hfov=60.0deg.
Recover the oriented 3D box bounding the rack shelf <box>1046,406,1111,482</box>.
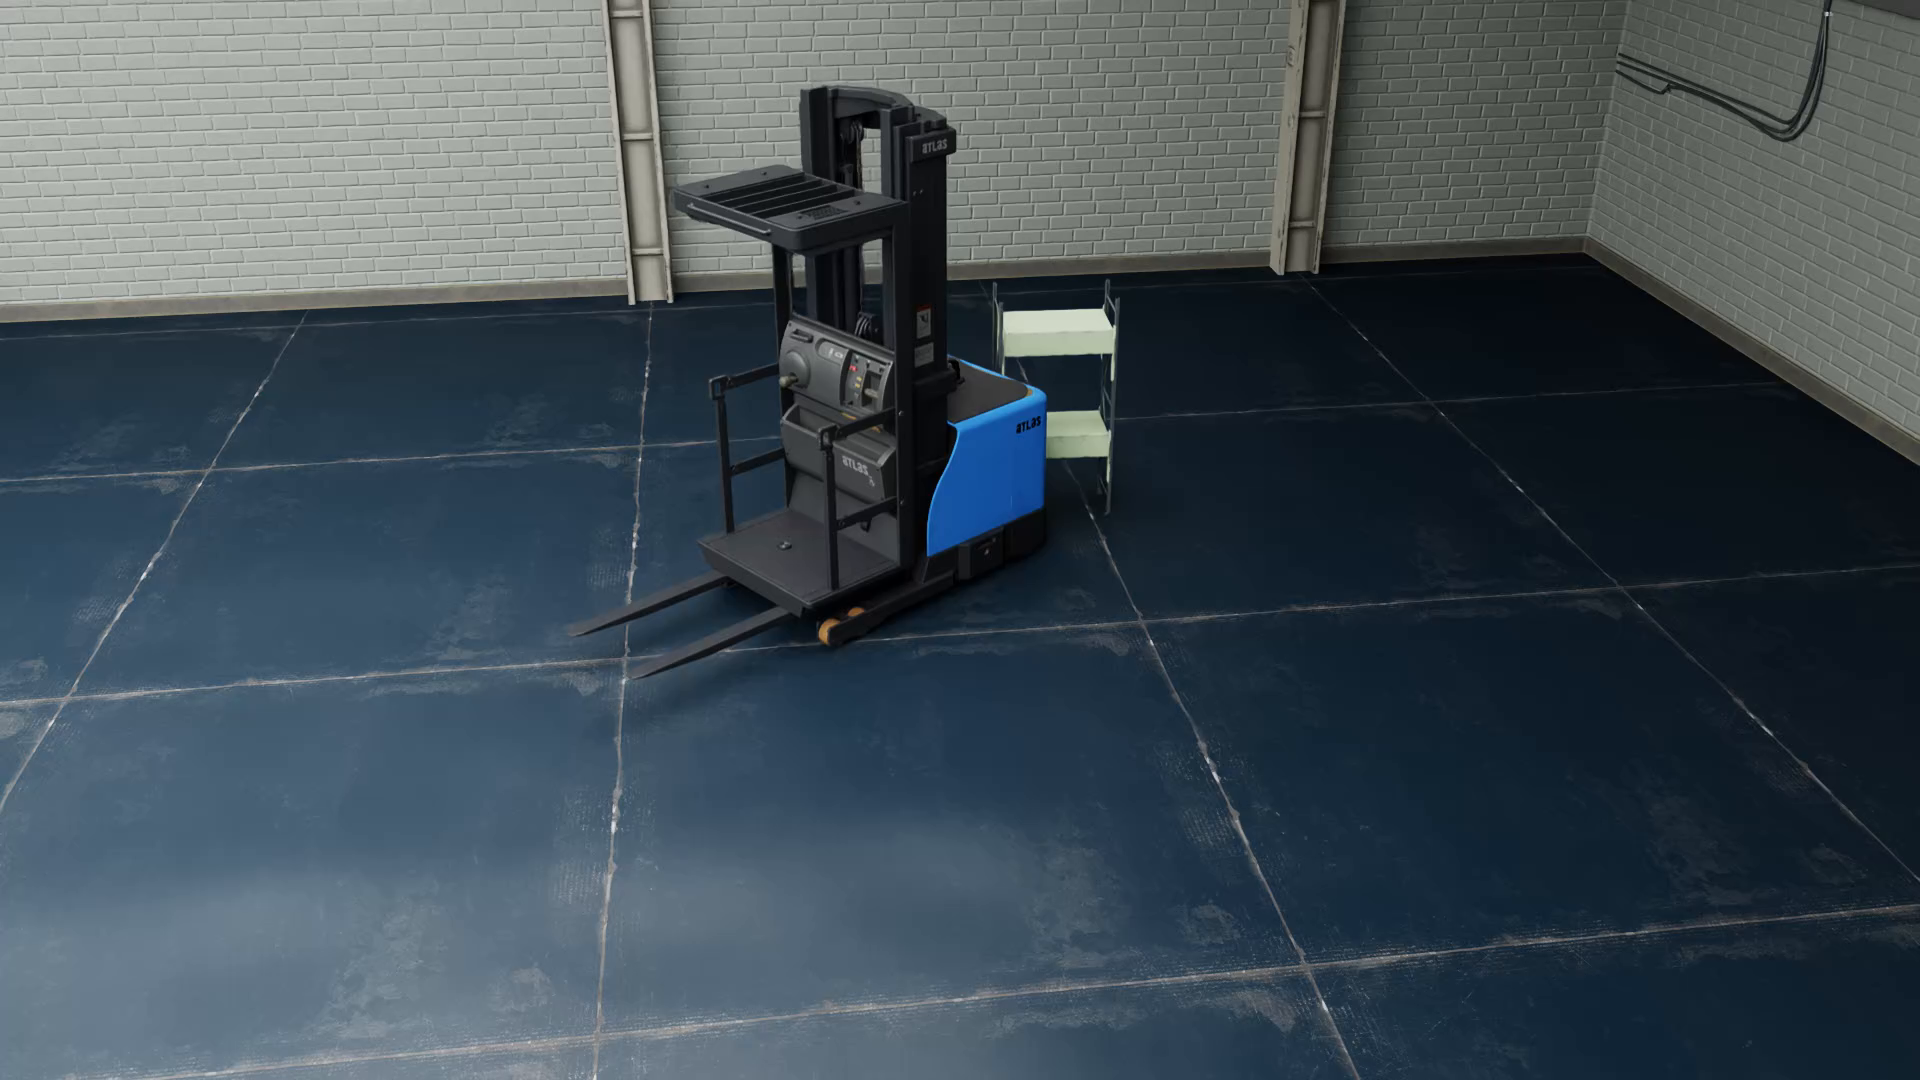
[{"bbox_3d":[0.606,-0.624,11.038,0.720,0.370,0.431,-2,27,-5],"label":"rack shelf"}]

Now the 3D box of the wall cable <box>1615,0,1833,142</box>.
[{"bbox_3d":[6.263,-4.778,13.606,0.112,2.526,3.097,-4,27,-7],"label":"wall cable"}]

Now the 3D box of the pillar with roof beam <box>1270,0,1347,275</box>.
[{"bbox_3d":[3.761,-4.624,9.904,0.400,9.000,9.100,-4,27,-7],"label":"pillar with roof beam"}]

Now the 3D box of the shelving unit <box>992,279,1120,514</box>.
[{"bbox_3d":[0.606,-0.914,10.889,0.755,1.500,0.431,-2,27,-5],"label":"shelving unit"}]

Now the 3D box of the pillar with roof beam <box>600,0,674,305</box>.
[{"bbox_3d":[-2.181,-4.242,9.160,0.400,9.000,9.100,-4,27,-7],"label":"pillar with roof beam"}]

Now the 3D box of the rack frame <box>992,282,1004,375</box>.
[{"bbox_3d":[0.242,-0.899,10.859,0.023,1.500,0.400,-2,27,-5],"label":"rack frame"}]

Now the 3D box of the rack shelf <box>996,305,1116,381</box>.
[{"bbox_3d":[0.606,-1.261,10.711,0.720,0.370,0.431,-2,27,-5],"label":"rack shelf"}]

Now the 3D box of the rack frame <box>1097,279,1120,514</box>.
[{"bbox_3d":[0.971,-0.930,10.919,0.023,1.500,0.400,-2,27,-5],"label":"rack frame"}]

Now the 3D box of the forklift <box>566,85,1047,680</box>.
[{"bbox_3d":[-0.865,-0.954,9.399,3.031,2.935,1.130,-23,35,-38],"label":"forklift"}]
